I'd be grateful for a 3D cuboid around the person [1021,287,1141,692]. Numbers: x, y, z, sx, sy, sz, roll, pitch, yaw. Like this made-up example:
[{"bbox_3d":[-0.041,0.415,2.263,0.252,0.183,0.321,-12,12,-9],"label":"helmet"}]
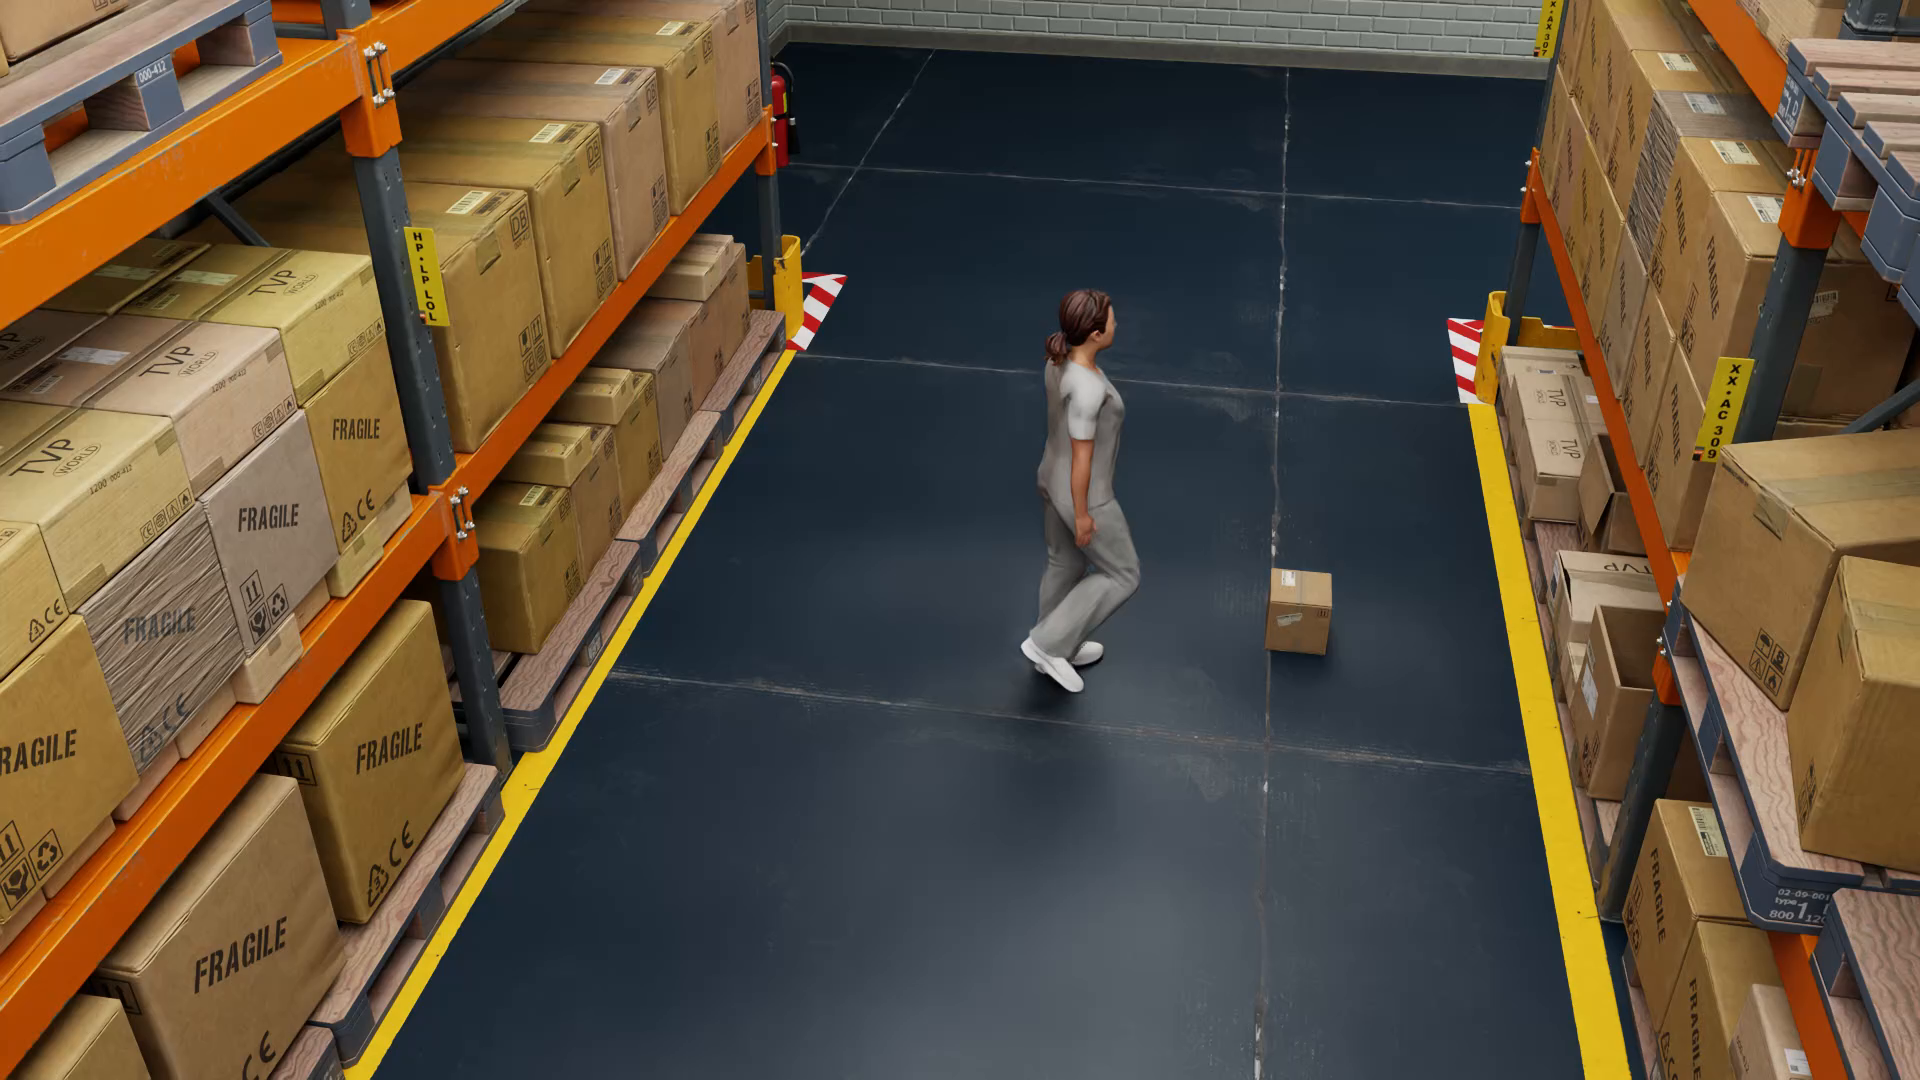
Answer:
[{"bbox_3d":[0.443,-0.171,6.413,0.466,1.651,0.498,-8,33,-13],"label":"person"}]
